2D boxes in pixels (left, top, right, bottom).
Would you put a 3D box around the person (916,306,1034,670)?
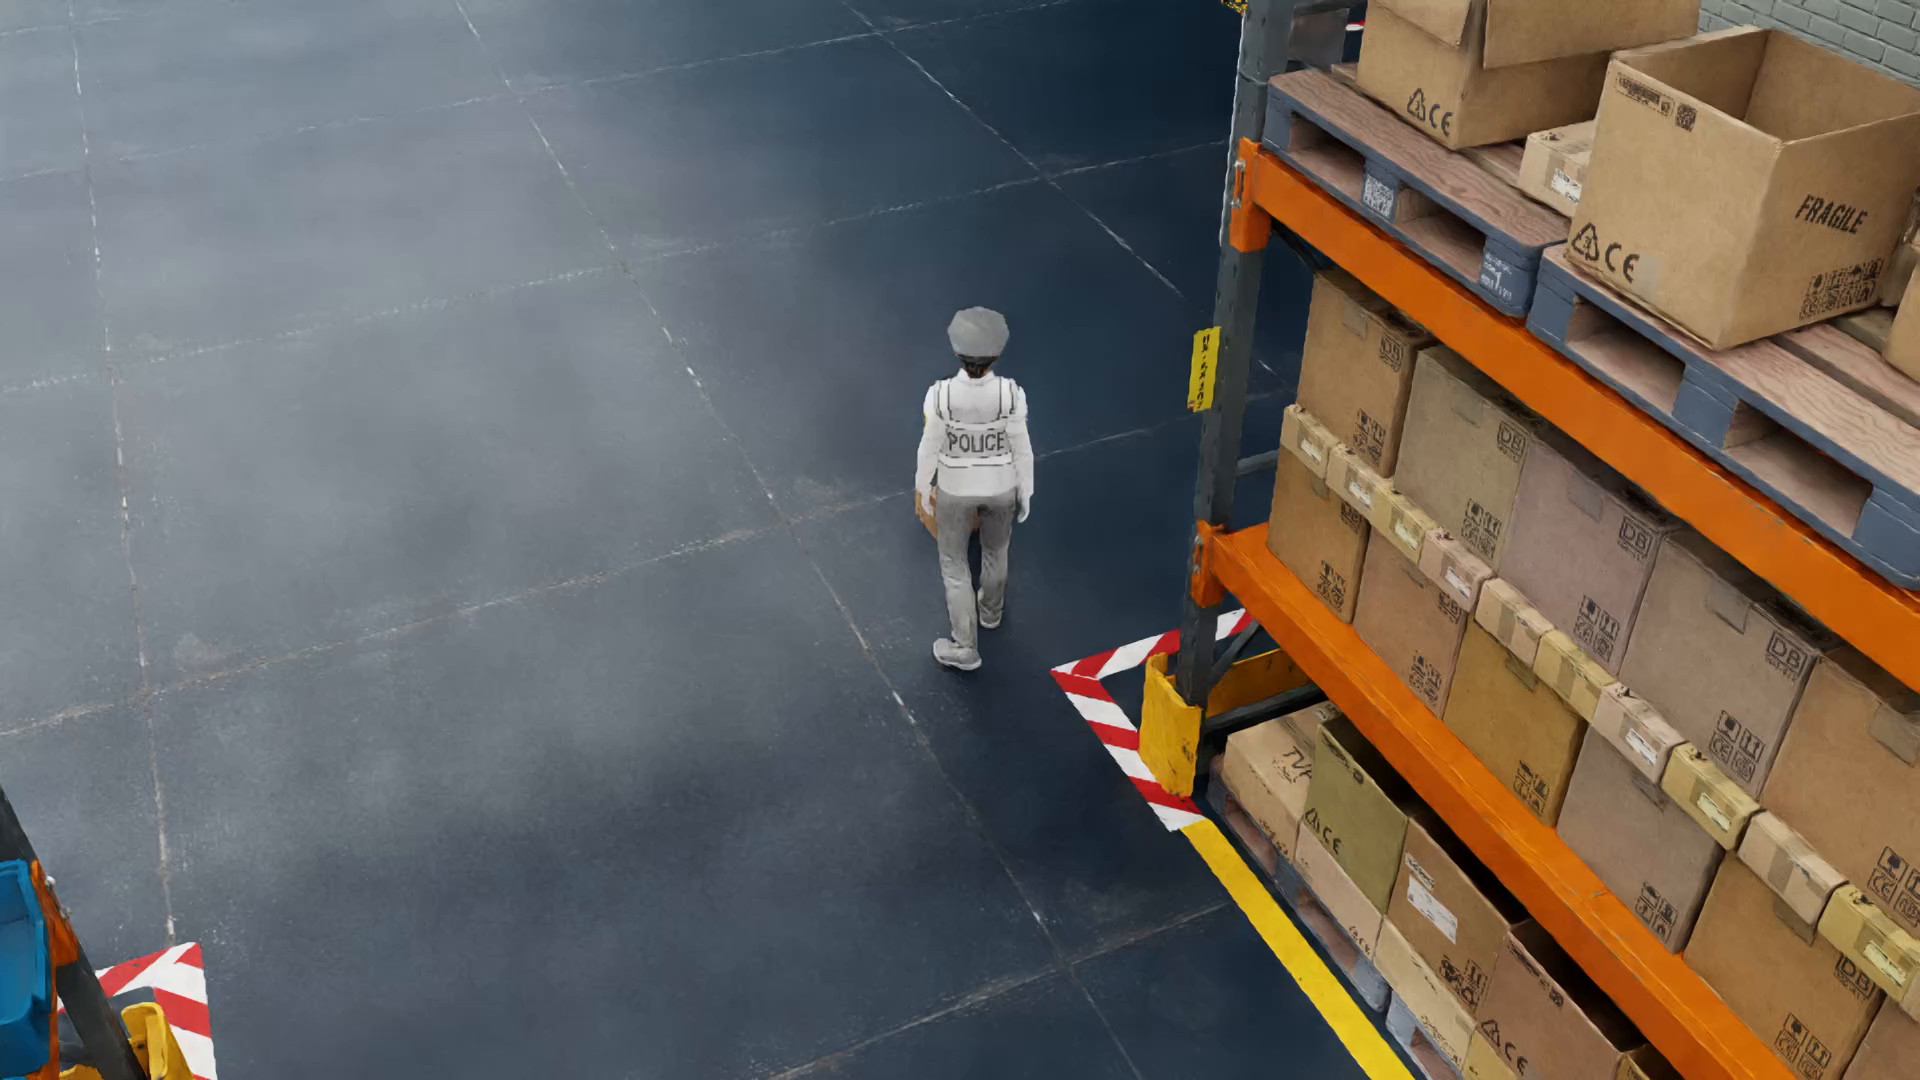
[{"bbox_3d":[0.058,-0.234,7.124,0.497,1.683,0.621,-4,38,-5],"label":"person"}]
